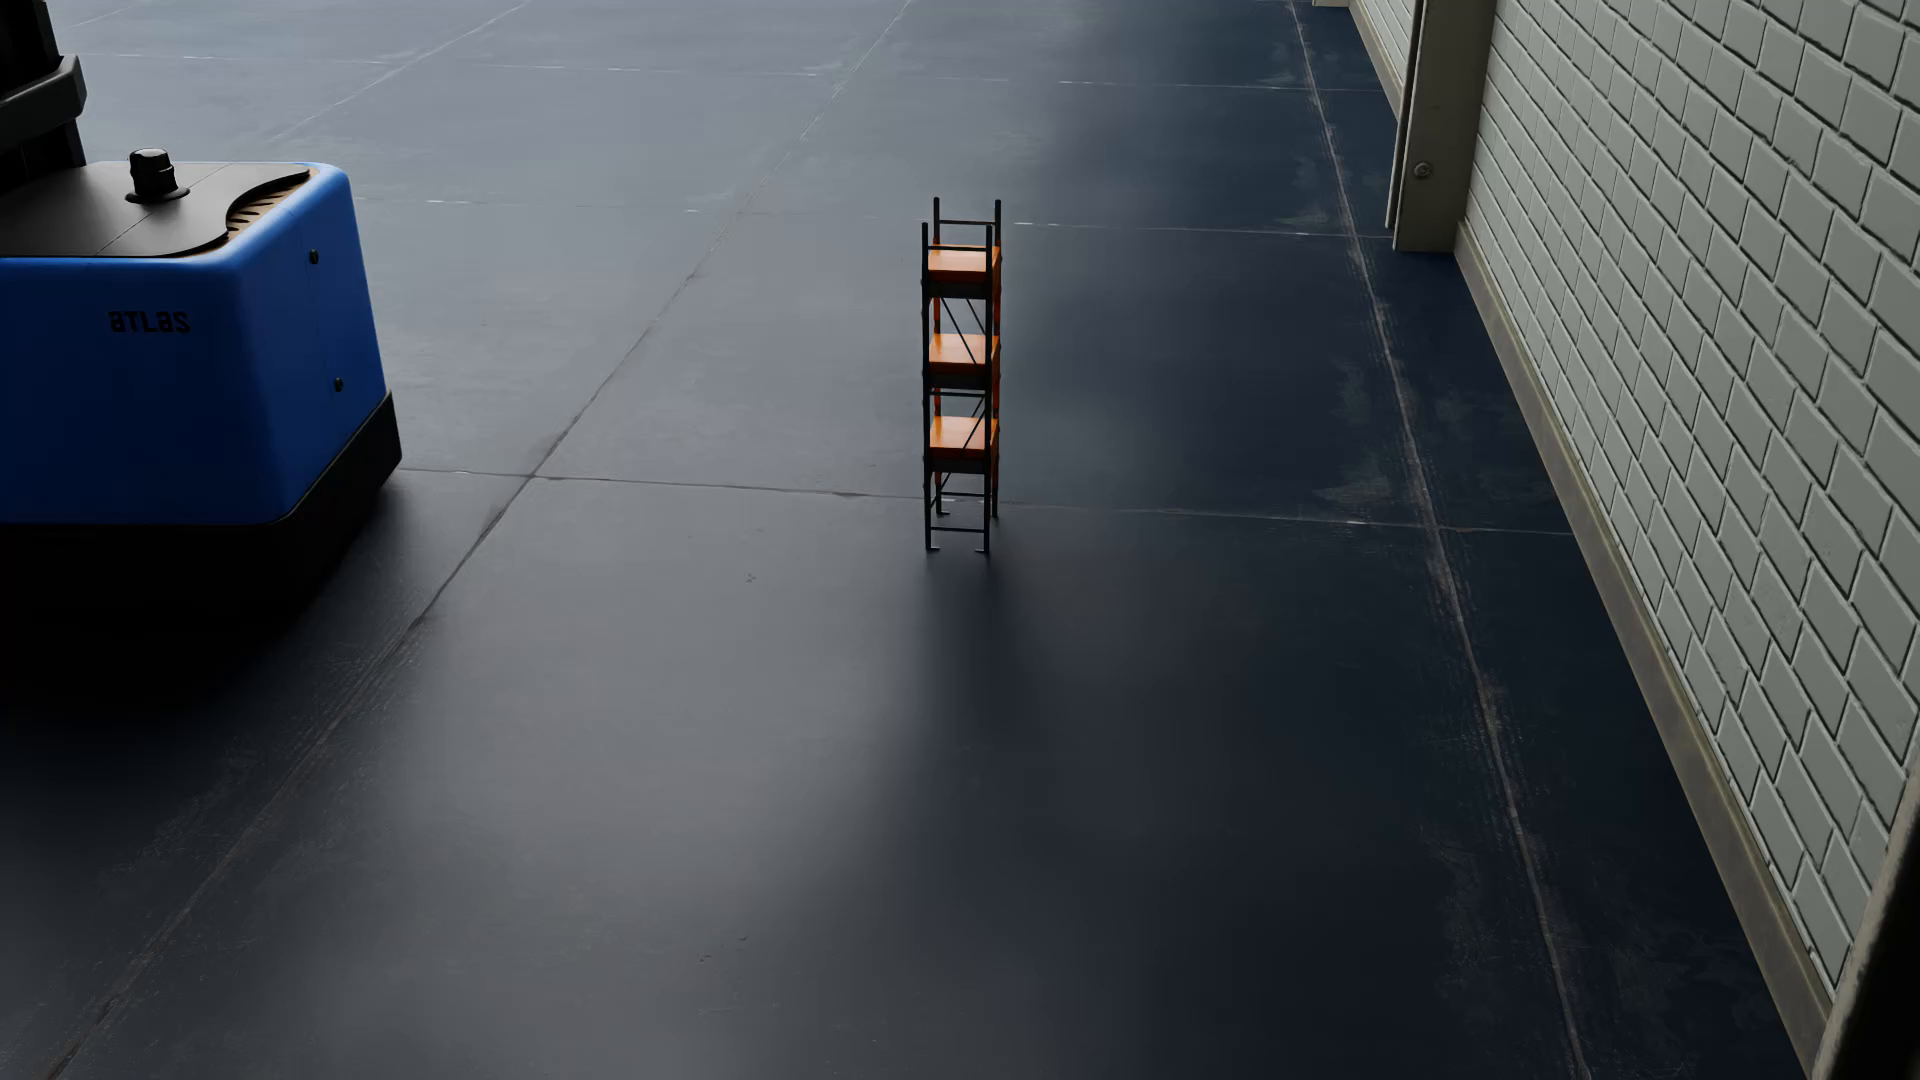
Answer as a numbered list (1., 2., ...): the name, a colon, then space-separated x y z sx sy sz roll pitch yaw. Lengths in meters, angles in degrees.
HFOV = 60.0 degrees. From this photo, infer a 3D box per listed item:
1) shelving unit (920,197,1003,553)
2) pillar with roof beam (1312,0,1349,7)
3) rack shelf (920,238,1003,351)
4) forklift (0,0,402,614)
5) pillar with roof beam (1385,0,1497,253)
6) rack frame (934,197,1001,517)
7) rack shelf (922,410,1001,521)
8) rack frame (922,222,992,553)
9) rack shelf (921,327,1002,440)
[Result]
1. shelving unit: 0.007 -0.487 5.048 0.215 1.050 0.252 3 28 6
2. pillar with roof beam: -1.335 -8.472 11.488 9.100 9.000 0.400 3 28 6
3. rack shelf: 0.006 -0.728 4.918 0.215 0.259 0.240 3 28 6
4. forklift: -3.405 -1.313 4.598 3.031 2.935 1.130 1 28 1
5. pillar with roof beam: -2.071 -5.648 6.246 9.100 9.000 0.400 3 28 6
6. rack frame: 0.021 -0.545 5.154 0.200 1.050 0.008 3 28 6
7. rack shelf: 0.007 -0.233 5.185 0.215 0.259 0.240 3 28 6
8. rack frame: -0.008 -0.430 4.941 0.200 1.050 0.008 3 28 6
9. rack shelf: 0.007 -0.478 5.053 0.215 0.259 0.240 3 28 6
